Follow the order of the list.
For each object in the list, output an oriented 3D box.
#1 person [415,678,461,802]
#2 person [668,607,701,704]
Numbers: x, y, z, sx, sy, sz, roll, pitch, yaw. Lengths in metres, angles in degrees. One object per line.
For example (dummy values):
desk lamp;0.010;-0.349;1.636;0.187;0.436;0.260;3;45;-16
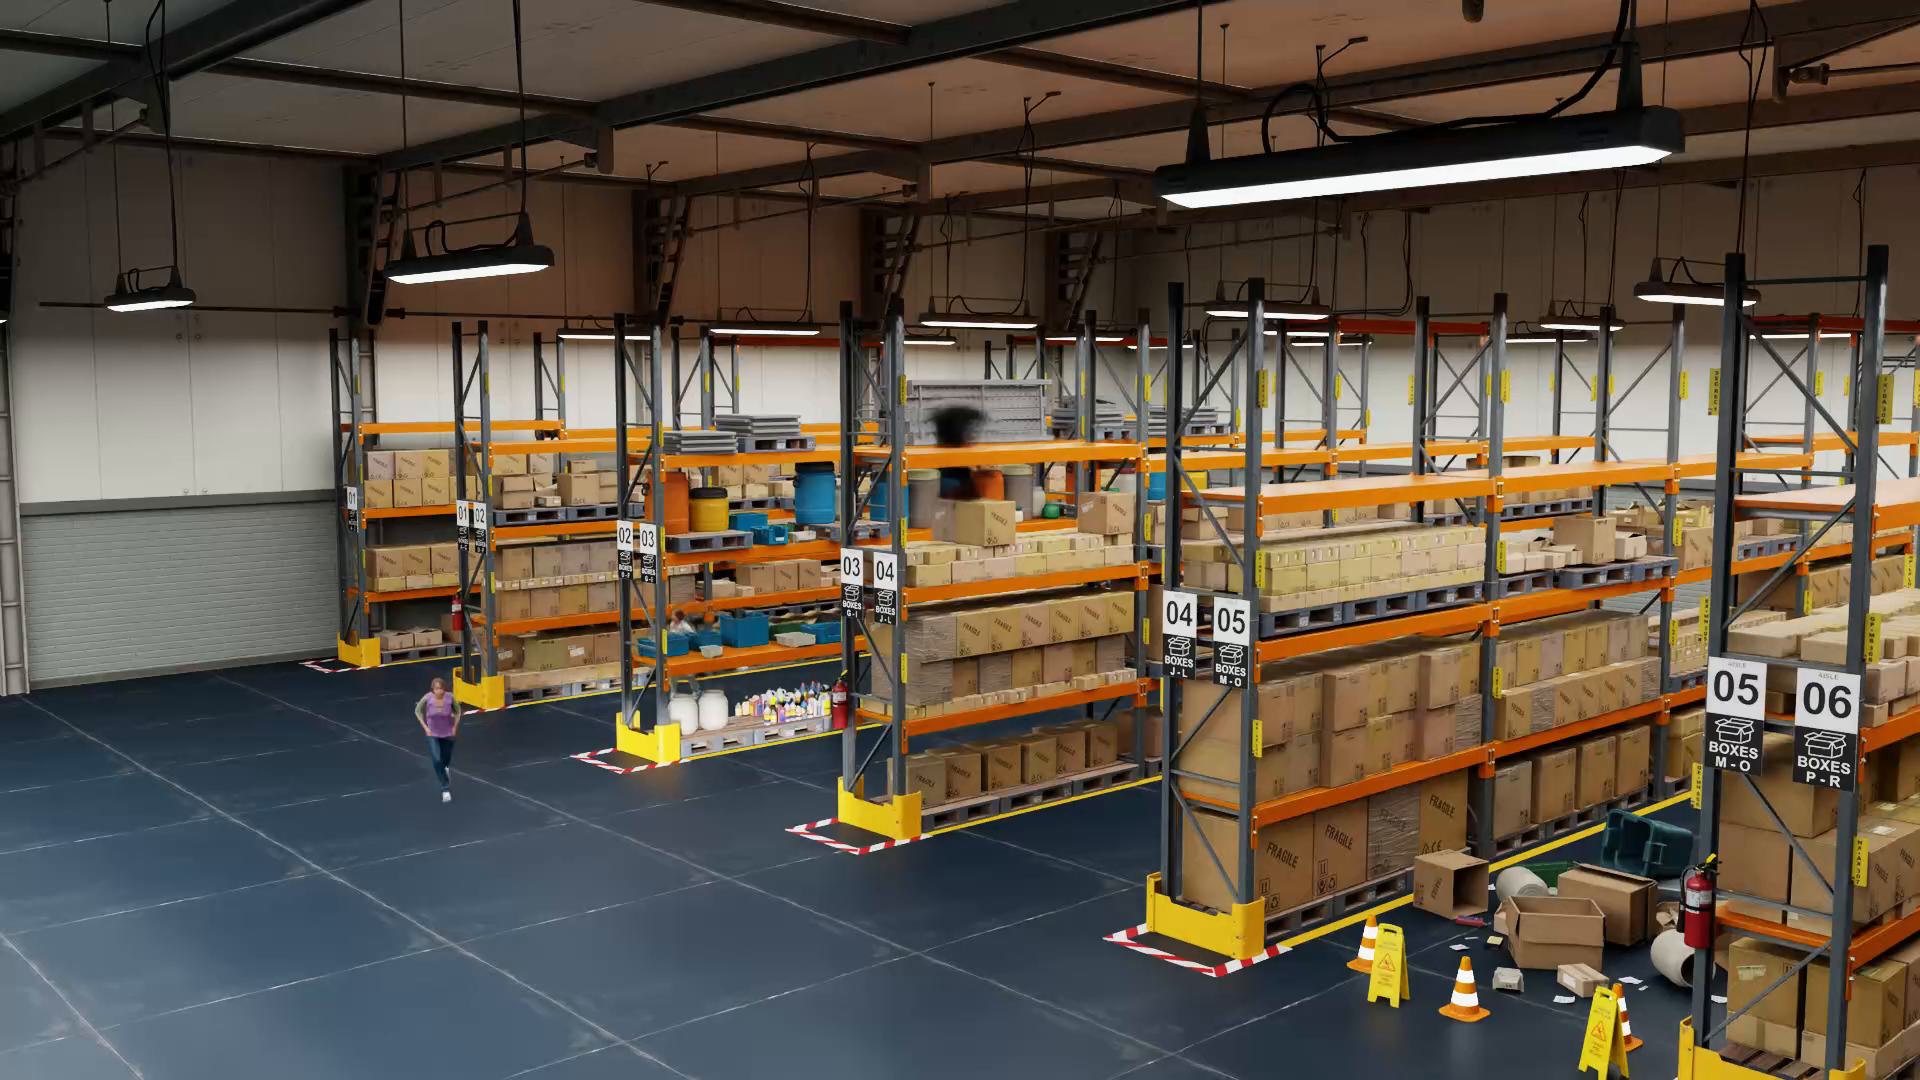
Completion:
person;-6.406;2.407;20.461;0.539;1.550;0.825;-1;6;-13
person;-4.286;1.825;25.980;0.564;1.619;0.767;4;7;37
